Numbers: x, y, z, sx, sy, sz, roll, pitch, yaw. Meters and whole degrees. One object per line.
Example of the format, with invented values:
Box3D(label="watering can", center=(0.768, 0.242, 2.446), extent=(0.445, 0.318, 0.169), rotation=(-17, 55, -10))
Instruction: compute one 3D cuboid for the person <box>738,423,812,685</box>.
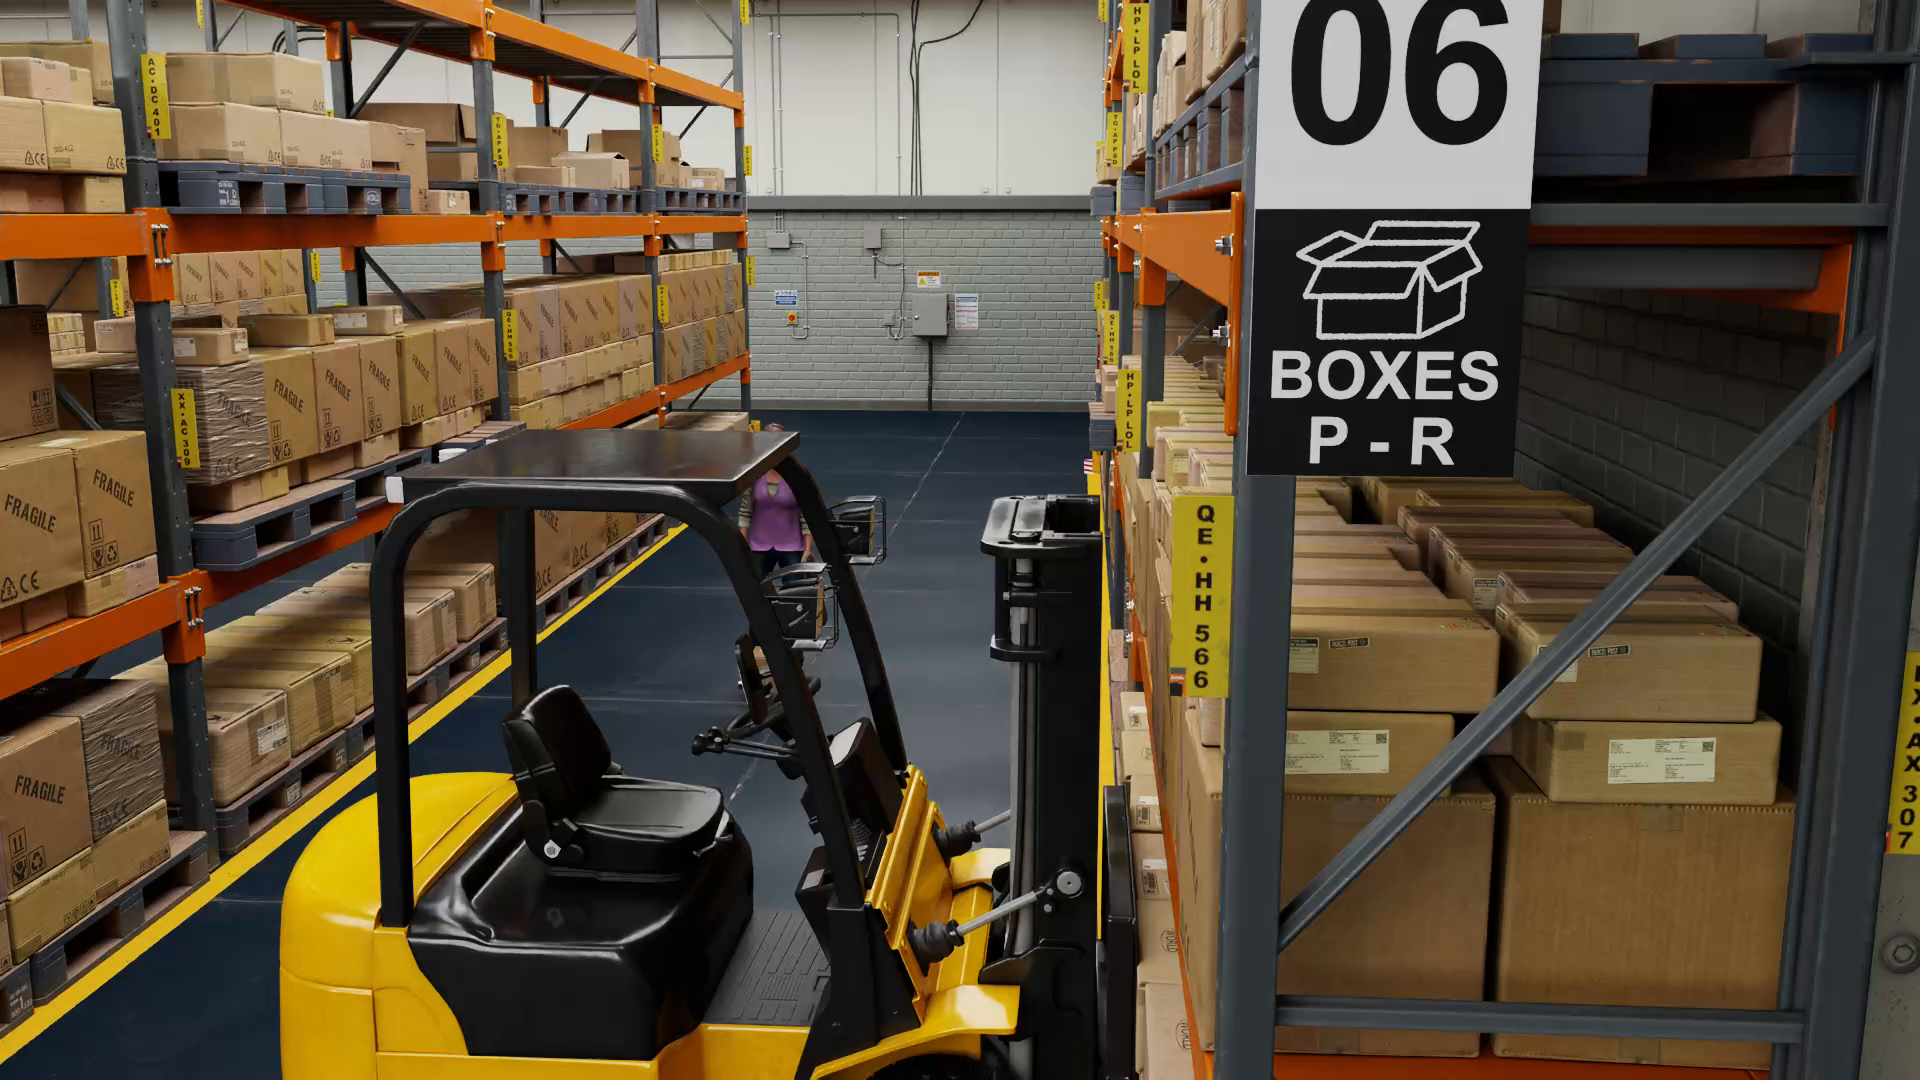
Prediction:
Box3D(label="person", center=(-1.107, 0.084, 10.029), extent=(0.461, 1.593, 0.343), rotation=(1, 11, 4))
